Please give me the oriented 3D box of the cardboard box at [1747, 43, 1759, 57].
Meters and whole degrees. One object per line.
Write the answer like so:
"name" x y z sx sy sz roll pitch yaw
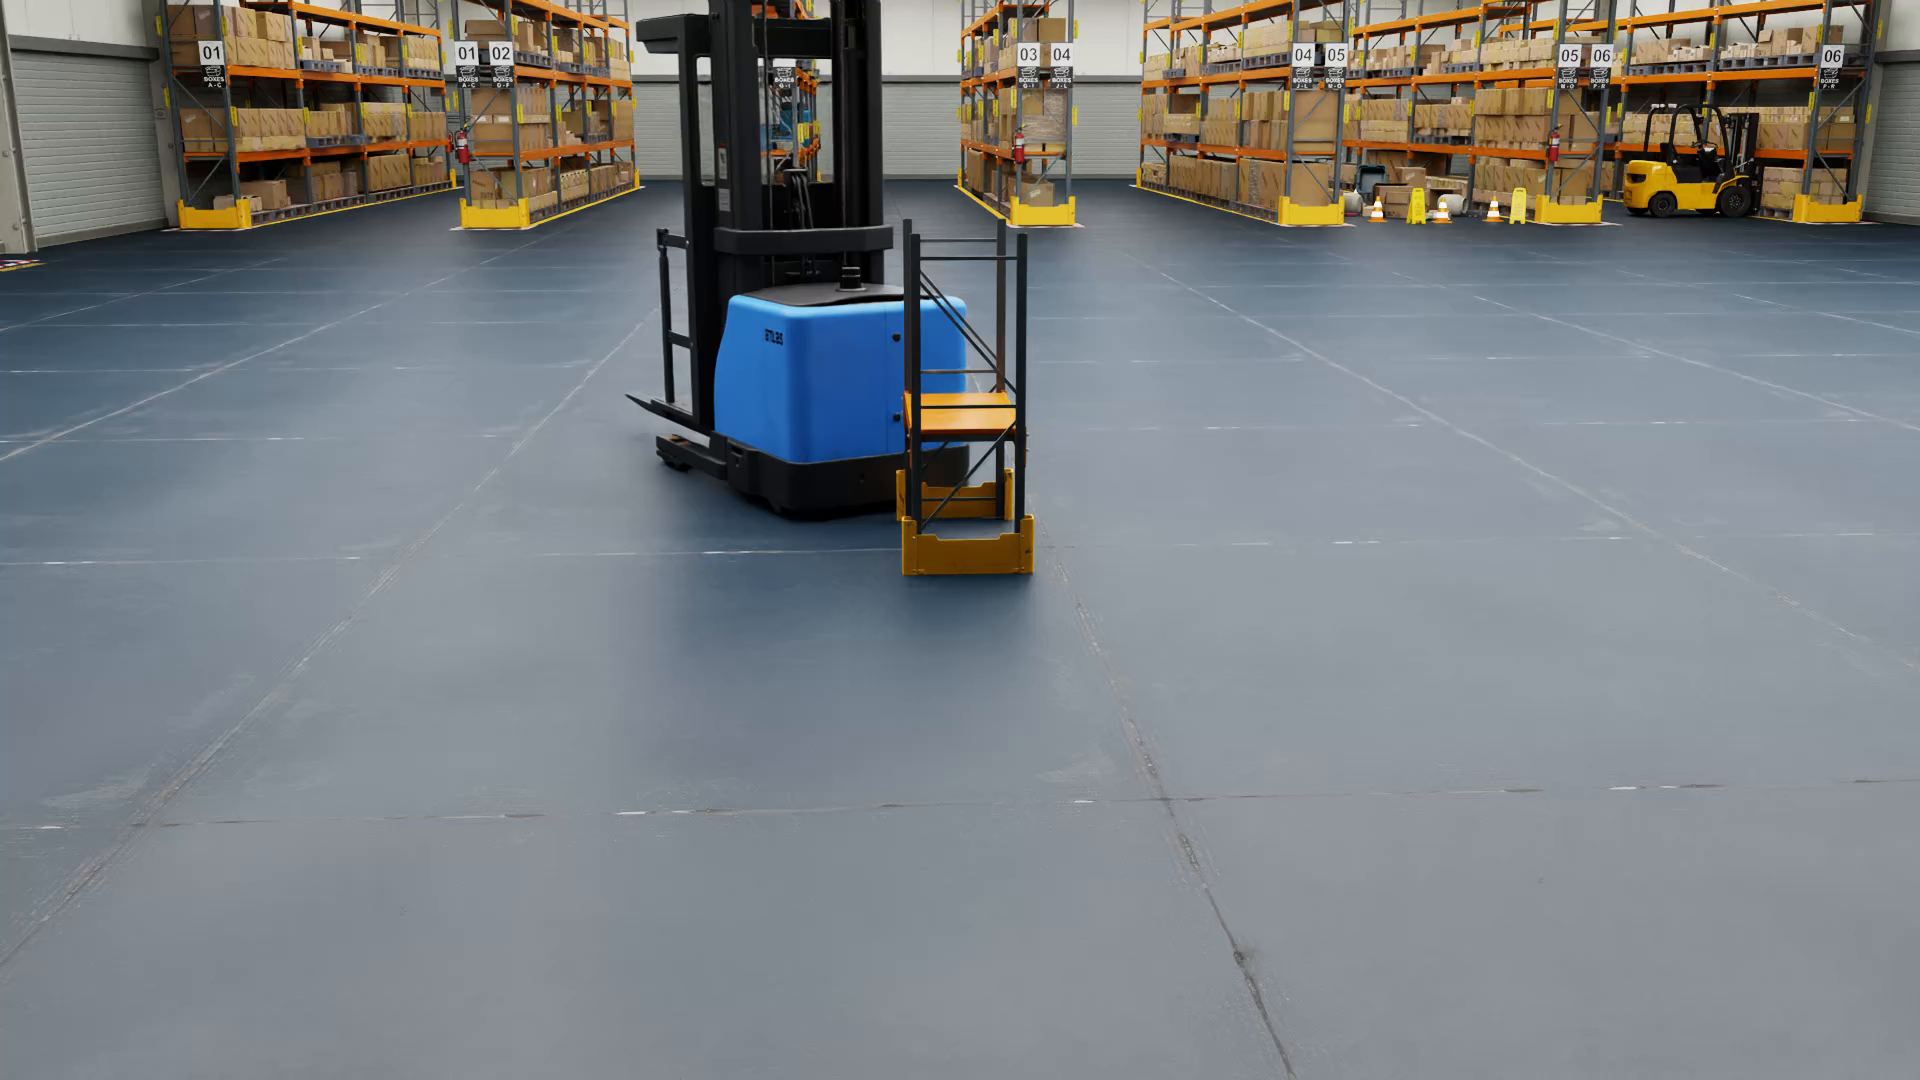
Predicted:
"cardboard box" 15.911 -9.744 33.085 0.396 0.266 0.258 -1 14 -5

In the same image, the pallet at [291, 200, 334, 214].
"pallet" -13.604 -6.862 34.272 1.003 0.211 1.213 -1 14 -3

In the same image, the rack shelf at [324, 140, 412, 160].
"rack shelf" -13.926 -9.162 39.061 1.077 0.370 4.000 -1 14 -3

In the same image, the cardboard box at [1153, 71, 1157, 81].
"cardboard box" 5.357 -12.161 43.552 0.500 0.250 0.500 -1 14 -4

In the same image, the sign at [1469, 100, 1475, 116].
"sign" 10.614 -8.952 34.477 0.100 0.325 0.005 -1 14 -3

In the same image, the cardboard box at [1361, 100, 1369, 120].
"cardboard box" 10.413 -10.809 41.811 0.500 0.500 0.500 -1 14 -3

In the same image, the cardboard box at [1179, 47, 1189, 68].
"cardboard box" 5.703 -11.609 40.056 0.797 0.503 0.637 -1 14 -4

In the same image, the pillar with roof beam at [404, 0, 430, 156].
"pillar with roof beam" -11.032 -14.633 46.840 9.100 9.000 0.400 -1 14 -3

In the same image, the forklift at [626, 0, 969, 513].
"forklift" -1.129 -1.877 9.440 1.130 2.935 3.031 -8 17 -29

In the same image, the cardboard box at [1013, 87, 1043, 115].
"cardboard box" 1.244 -8.063 30.540 0.500 0.500 0.500 -1 14 -3

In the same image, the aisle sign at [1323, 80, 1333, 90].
"aisle sign" 10.131 -12.658 45.986 0.394 0.787 0.004 -1 14 -3

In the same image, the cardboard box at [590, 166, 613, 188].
"cardboard box" -8.767 -8.847 40.524 0.500 0.500 0.500 -1 14 -3

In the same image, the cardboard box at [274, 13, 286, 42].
"cardboard box" -13.208 -9.756 31.659 0.500 0.500 0.500 0 14 0

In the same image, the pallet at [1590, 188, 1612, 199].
"pallet" 15.866 -8.309 39.897 1.003 0.211 1.213 -1 14 -3

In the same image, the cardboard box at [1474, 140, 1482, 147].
"cardboard box" 10.867 -8.196 34.366 0.380 0.149 0.250 -1 14 -4

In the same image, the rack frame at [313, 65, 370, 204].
"rack frame" -13.802 -9.013 37.038 1.000 3.000 0.127 -1 14 -3

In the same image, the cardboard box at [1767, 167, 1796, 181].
"cardboard box" 15.992 -7.076 32.179 0.500 0.250 0.500 -1 14 -2

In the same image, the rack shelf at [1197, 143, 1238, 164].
"rack shelf" 6.110 -8.449 36.286 1.077 0.370 4.000 -1 14 -3

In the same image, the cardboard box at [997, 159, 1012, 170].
"cardboard box" 1.101 -8.442 37.447 0.500 0.250 0.500 0 14 -1

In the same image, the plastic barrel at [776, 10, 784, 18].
"plastic barrel" -3.712 -9.821 32.309 0.600 0.901 0.708 -1 14 -3

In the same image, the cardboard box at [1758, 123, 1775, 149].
"cardboard box" 16.022 -7.907 32.538 0.500 0.500 0.500 -1 14 -4

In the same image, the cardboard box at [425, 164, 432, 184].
"cardboard box" -14.052 -9.441 42.875 0.700 0.500 0.500 -1 14 -2

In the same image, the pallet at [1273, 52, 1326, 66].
"pallet" 6.425 -8.899 30.751 1.003 0.211 1.213 -1 14 -3

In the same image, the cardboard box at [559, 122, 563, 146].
"cardboard box" -8.705 -8.591 35.197 0.500 0.500 0.500 -1 14 -3

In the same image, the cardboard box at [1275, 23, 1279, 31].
"cardboard box" 6.074 -9.542 30.935 0.380 0.149 0.250 -1 14 -2

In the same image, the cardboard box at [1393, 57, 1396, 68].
"cardboard box" 10.486 -11.324 39.425 0.396 0.266 0.258 -1 14 -5

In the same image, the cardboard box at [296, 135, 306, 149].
"cardboard box" -13.223 -7.843 32.749 0.500 0.250 0.500 -1 14 -3

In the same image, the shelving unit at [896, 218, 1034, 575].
"shelving unit" 0.005 -0.707 7.766 0.587 1.500 1.083 -1 14 -3

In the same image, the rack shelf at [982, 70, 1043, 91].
"rack shelf" 1.153 -9.850 35.713 1.077 0.370 4.000 -1 14 -3

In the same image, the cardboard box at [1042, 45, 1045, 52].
"cardboard box" 1.680 -9.025 30.566 0.380 0.149 0.250 -1 14 -4

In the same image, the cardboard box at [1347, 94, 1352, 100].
"cardboard box" 10.337 -11.563 43.438 0.380 0.149 0.250 -1 14 -4

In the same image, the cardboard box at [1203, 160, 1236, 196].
"cardboard box" 5.991 -8.038 36.919 1.050 0.750 0.750 -1 14 -3

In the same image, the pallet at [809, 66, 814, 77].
"pallet" -3.864 -10.719 38.028 1.003 0.211 1.213 -1 14 -3

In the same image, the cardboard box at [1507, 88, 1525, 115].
"cardboard box" 11.008 -8.458 32.075 0.700 0.500 0.500 -1 14 -4

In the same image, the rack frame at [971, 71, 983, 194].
"rack frame" 0.781 -10.238 41.796 1.000 3.000 0.127 -1 14 -3

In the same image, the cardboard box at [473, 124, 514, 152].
"cardboard box" -8.379 -7.266 30.046 0.700 0.500 0.500 -1 14 -3

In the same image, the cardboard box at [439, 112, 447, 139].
"cardboard box" -14.256 -11.022 44.241 0.980 0.700 0.700 0 14 -1

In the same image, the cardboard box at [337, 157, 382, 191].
"cardboard box" -13.717 -8.361 37.973 0.750 0.750 0.750 -1 14 -4

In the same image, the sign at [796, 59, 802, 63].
"sign" -2.869 -8.641 29.554 0.100 0.325 0.005 -1 14 -3

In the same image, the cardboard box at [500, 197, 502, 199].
"cardboard box" -8.734 -6.226 30.880 0.500 0.250 0.500 -1 14 -3

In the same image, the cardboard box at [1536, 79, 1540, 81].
"cardboard box" 15.278 -12.073 43.414 0.380 0.149 0.250 -1 14 -4

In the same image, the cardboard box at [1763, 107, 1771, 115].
"cardboard box" 15.958 -8.392 32.524 0.380 0.149 0.250 -1 14 -2

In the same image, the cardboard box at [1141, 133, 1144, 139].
"cardboard box" 5.183 -11.077 45.561 0.380 0.149 0.250 -1 14 -4

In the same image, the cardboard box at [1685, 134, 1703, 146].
"cardboard box" 15.830 -8.527 35.450 0.500 0.250 0.500 -1 14 -2

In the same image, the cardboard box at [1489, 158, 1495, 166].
"cardboard box" 10.917 -7.639 33.567 0.380 0.149 0.250 0 14 -1

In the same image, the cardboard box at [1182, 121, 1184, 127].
"cardboard box" 5.449 -9.830 39.276 0.380 0.149 0.250 -1 14 -3

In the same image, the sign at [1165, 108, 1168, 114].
"sign" 5.197 -10.698 41.848 0.100 0.325 0.005 -1 14 -3

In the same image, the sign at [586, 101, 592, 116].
"sign" -8.305 -9.661 37.231 0.100 0.325 0.005 -1 14 -3

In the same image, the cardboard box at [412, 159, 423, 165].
"cardboard box" -13.833 -9.591 42.154 0.380 0.149 0.250 0 14 -2

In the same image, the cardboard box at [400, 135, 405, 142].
"cardboard box" -13.707 -9.754 40.381 0.380 0.149 0.250 -1 14 -2

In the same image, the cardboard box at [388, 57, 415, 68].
"cardboard box" -13.830 -11.816 41.169 0.500 0.250 0.500 -1 14 -4

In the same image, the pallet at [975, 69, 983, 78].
"pallet" 0.864 -11.041 39.280 1.003 0.211 1.213 0 14 -1

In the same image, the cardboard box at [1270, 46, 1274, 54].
"cardboard box" 6.060 -9.218 31.275 0.380 0.149 0.250 -1 14 -4
